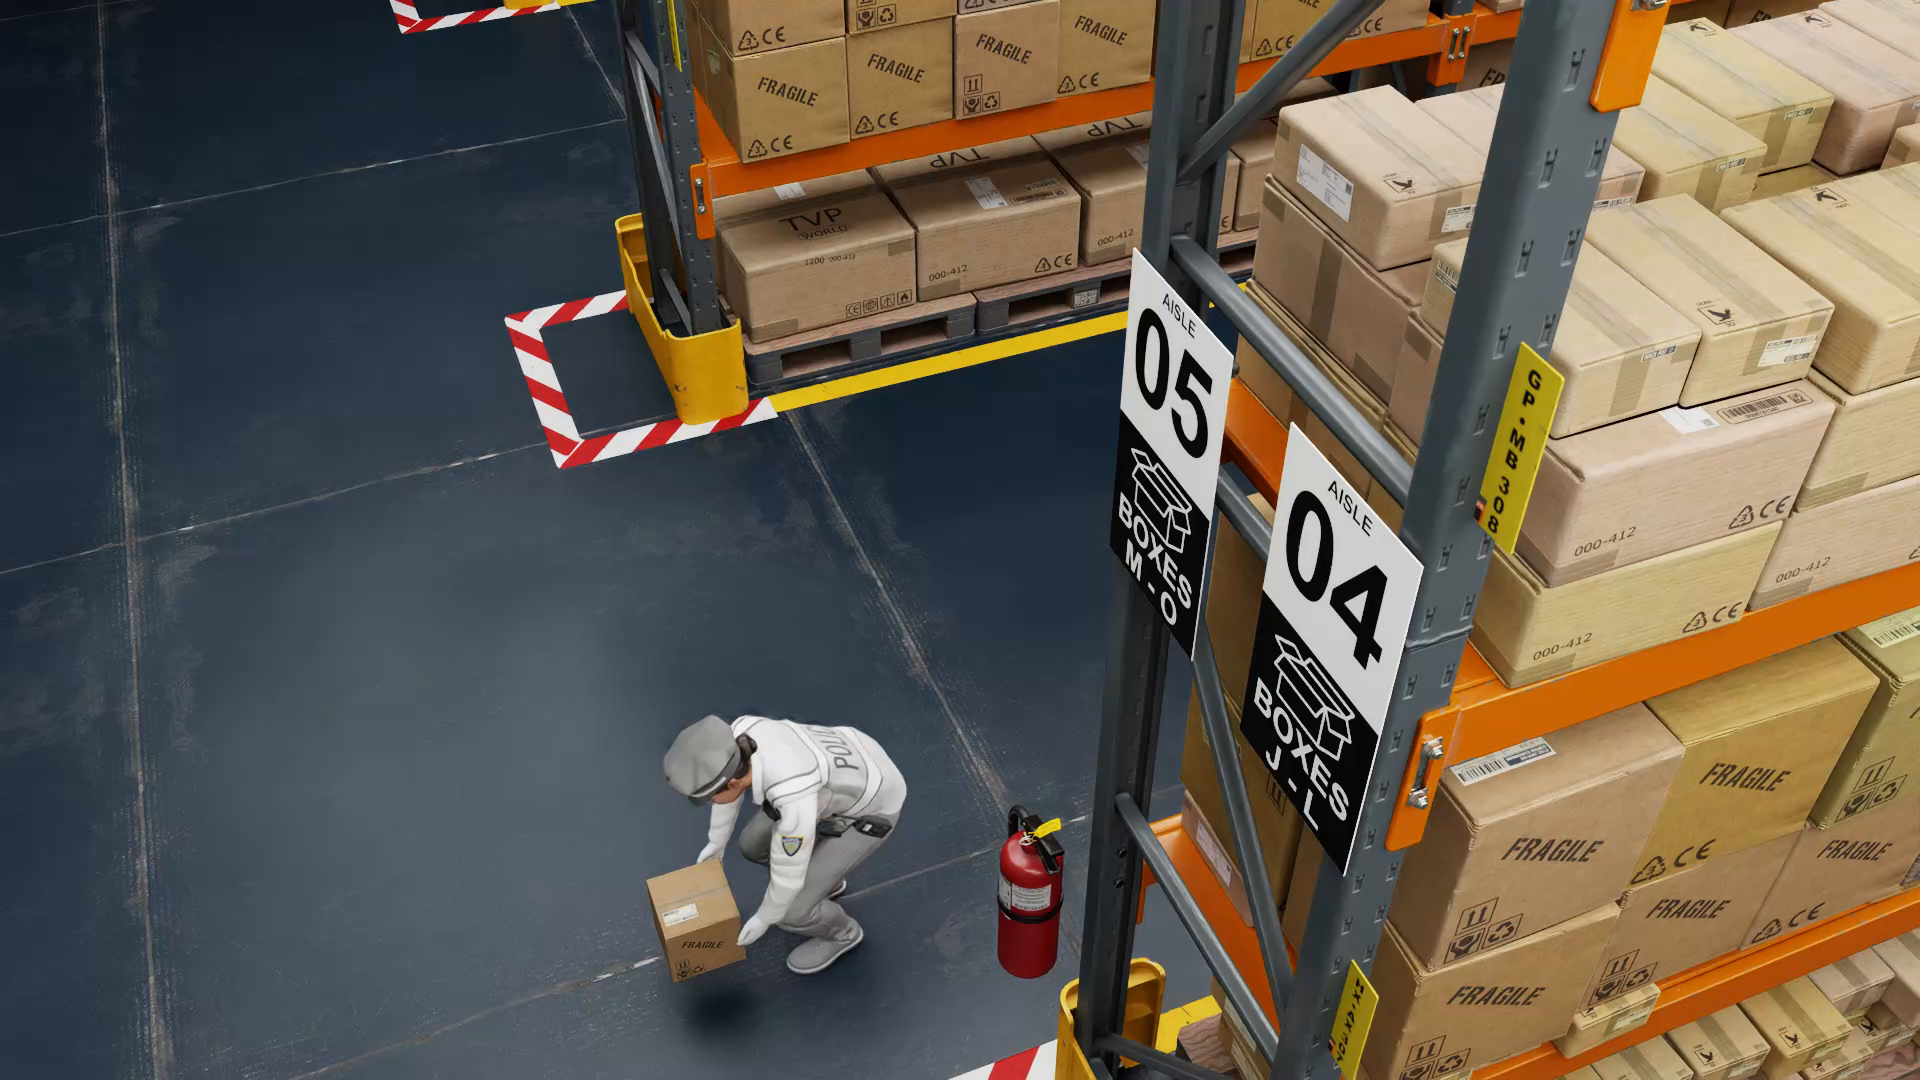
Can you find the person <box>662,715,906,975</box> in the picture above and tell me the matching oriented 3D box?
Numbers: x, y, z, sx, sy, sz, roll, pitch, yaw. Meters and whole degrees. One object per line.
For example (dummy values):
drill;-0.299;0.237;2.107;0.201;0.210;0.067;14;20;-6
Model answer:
person;-0.542;0.957;5.438;0.780;1.213;0.527;-20;46;-21
